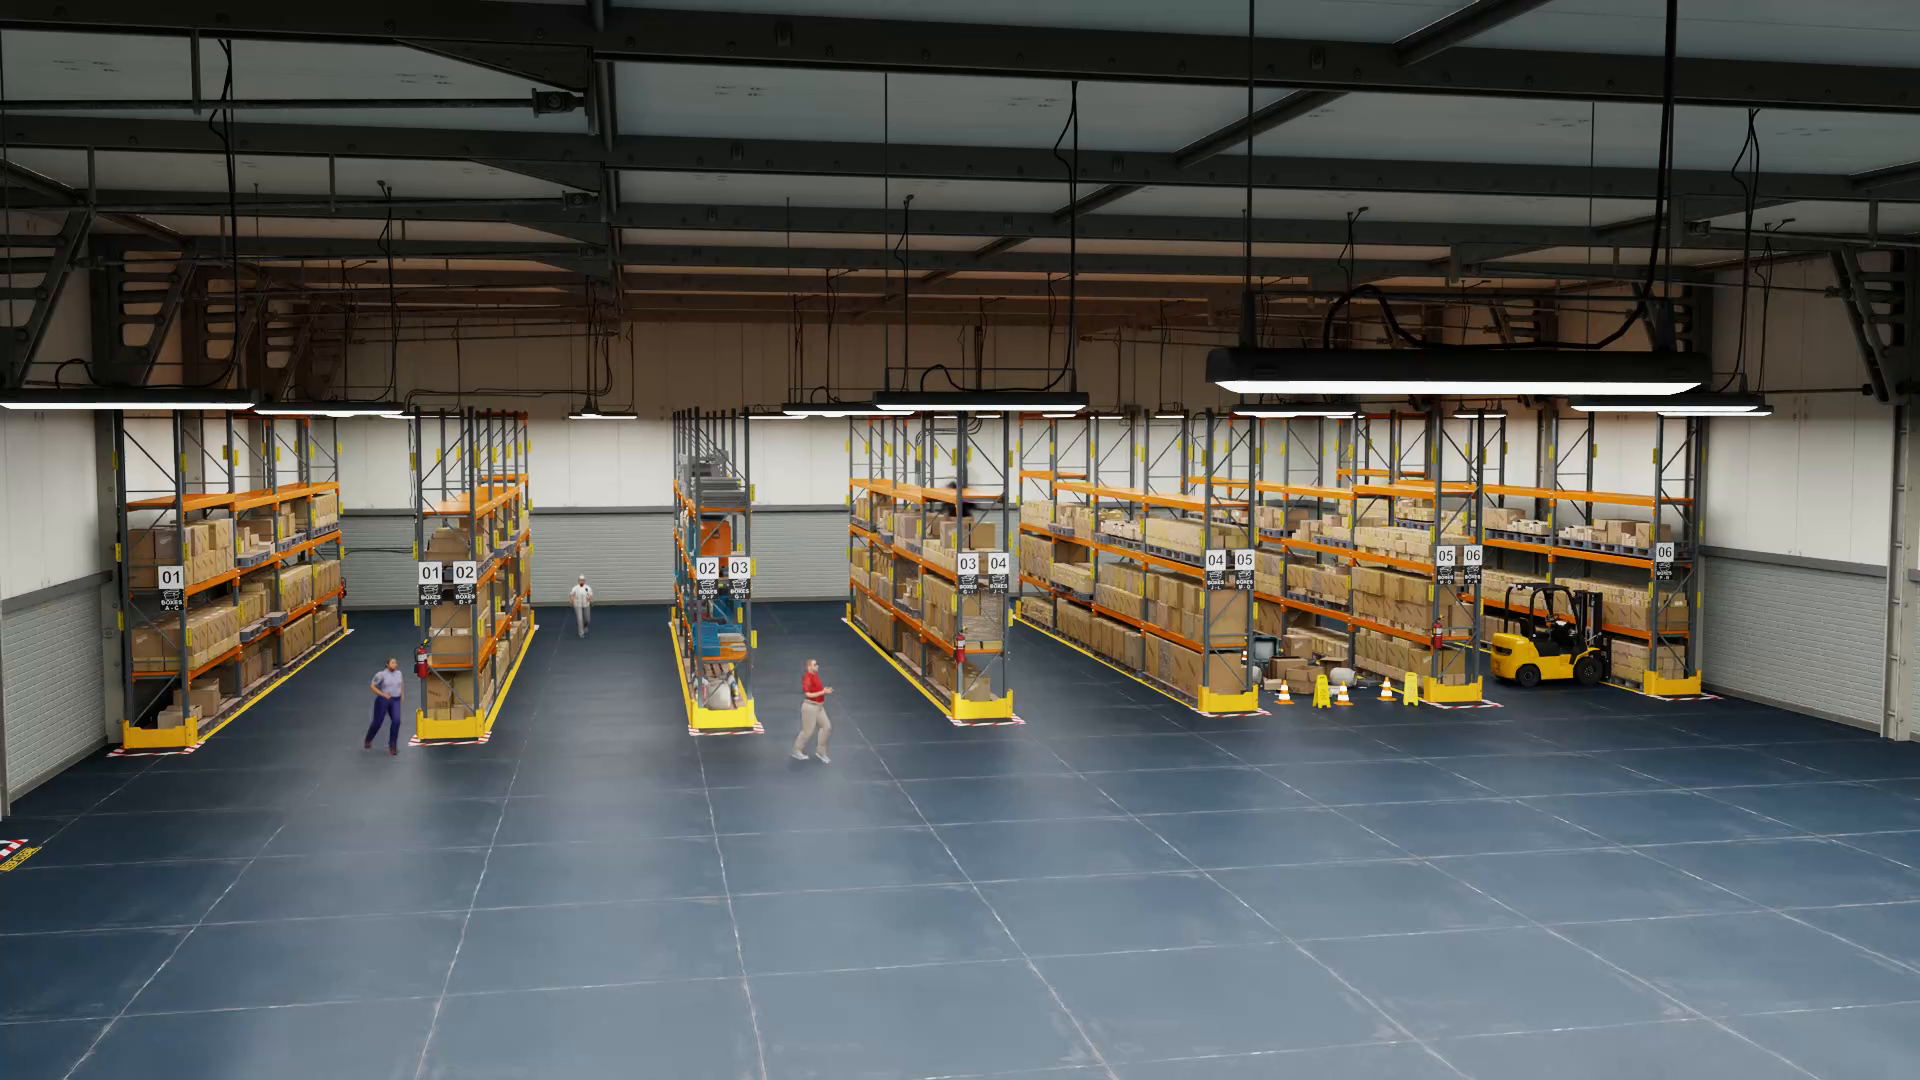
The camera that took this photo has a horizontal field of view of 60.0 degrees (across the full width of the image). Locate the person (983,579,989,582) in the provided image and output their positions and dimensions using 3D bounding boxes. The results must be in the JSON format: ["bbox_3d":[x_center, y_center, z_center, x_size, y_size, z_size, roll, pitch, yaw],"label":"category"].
[{"bbox_3d":[0.528,1.547,47.835,0.744,1.545,0.501,0,4,2],"label":"person"}]

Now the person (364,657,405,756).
[{"bbox_3d":[-9.923,2.863,28.881,0.695,1.667,0.847,-4,5,-42],"label":"person"}]

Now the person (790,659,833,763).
[{"bbox_3d":[-2.471,2.885,27.905,0.755,1.791,0.640,1,4,13],"label":"person"}]

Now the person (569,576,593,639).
[{"bbox_3d":[-10.041,1.769,44.151,0.620,1.631,0.793,-1,4,-19],"label":"person"}]
